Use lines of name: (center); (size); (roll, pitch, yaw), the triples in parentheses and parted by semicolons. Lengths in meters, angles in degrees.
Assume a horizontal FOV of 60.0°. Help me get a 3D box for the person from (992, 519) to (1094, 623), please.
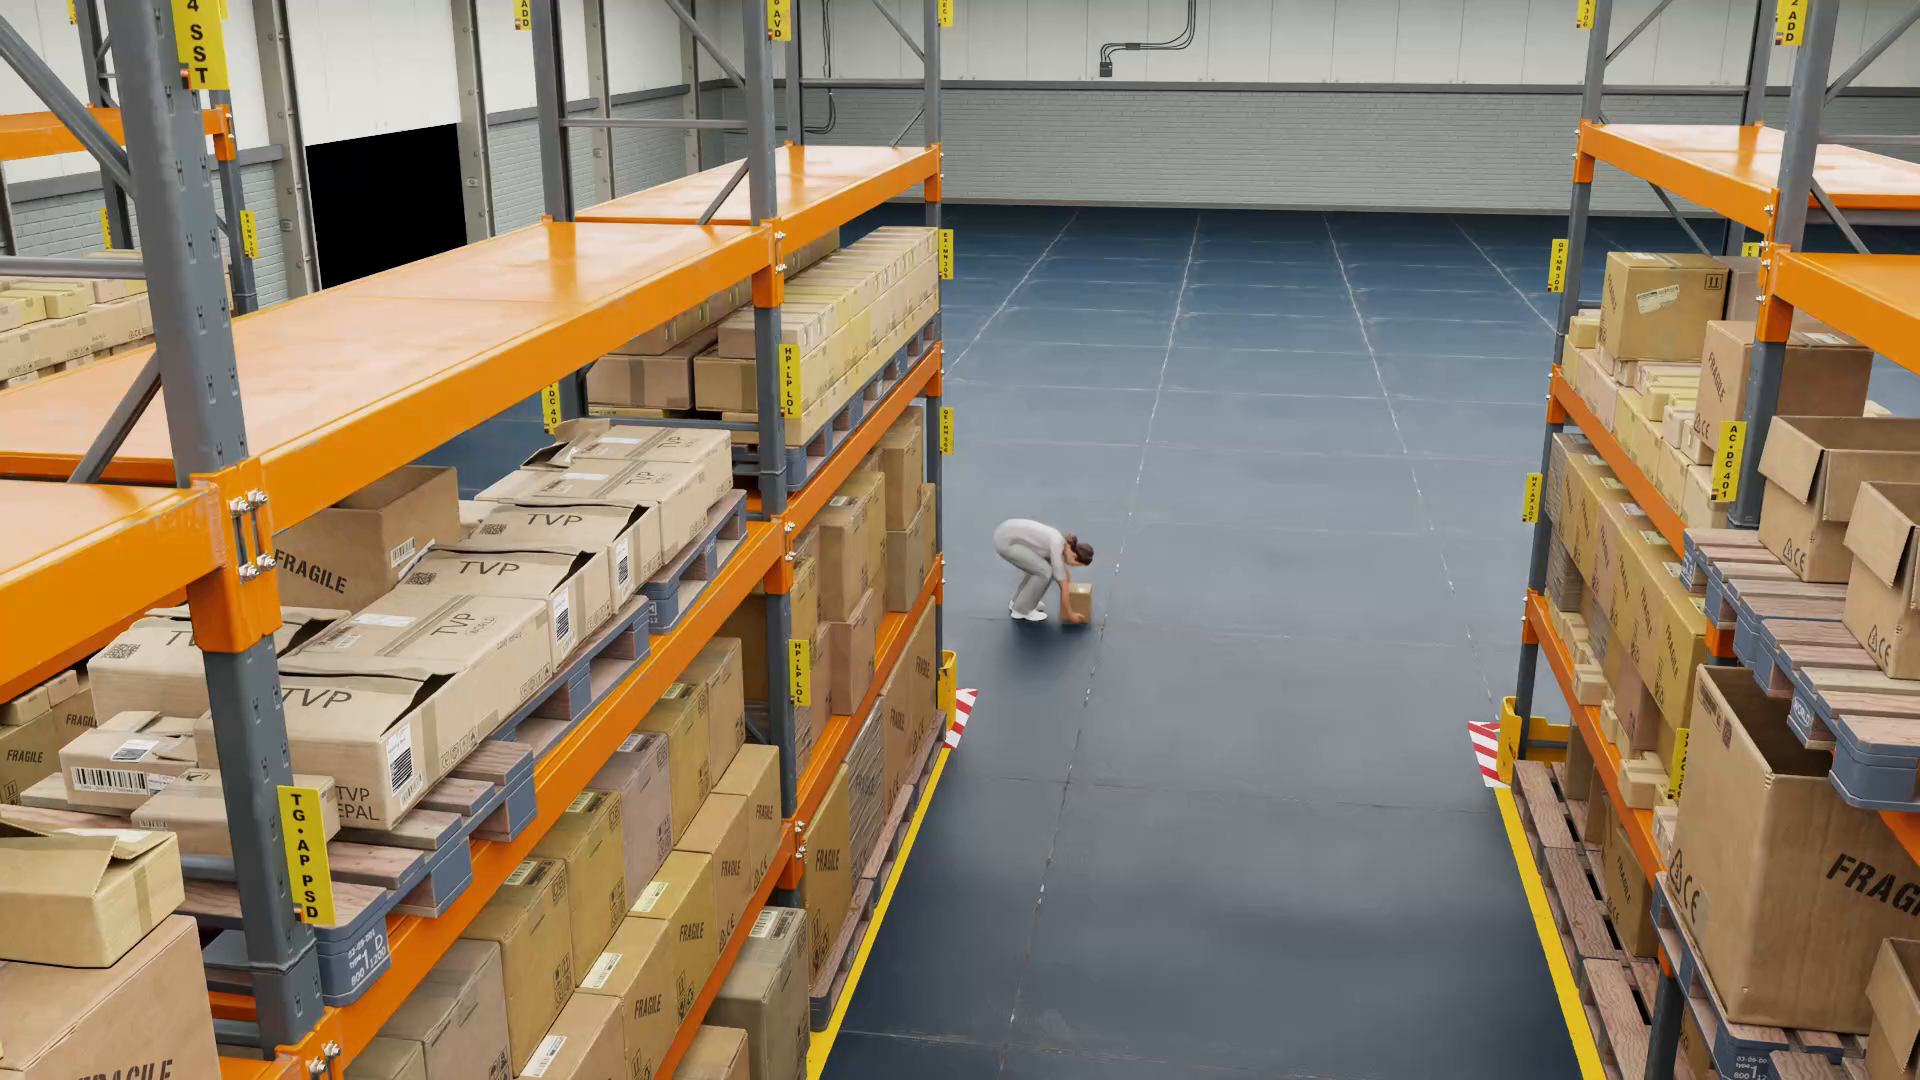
person: (0.703, 0.269, 14.117); (0.854, 0.789, 0.469); (2, 18, 6)
